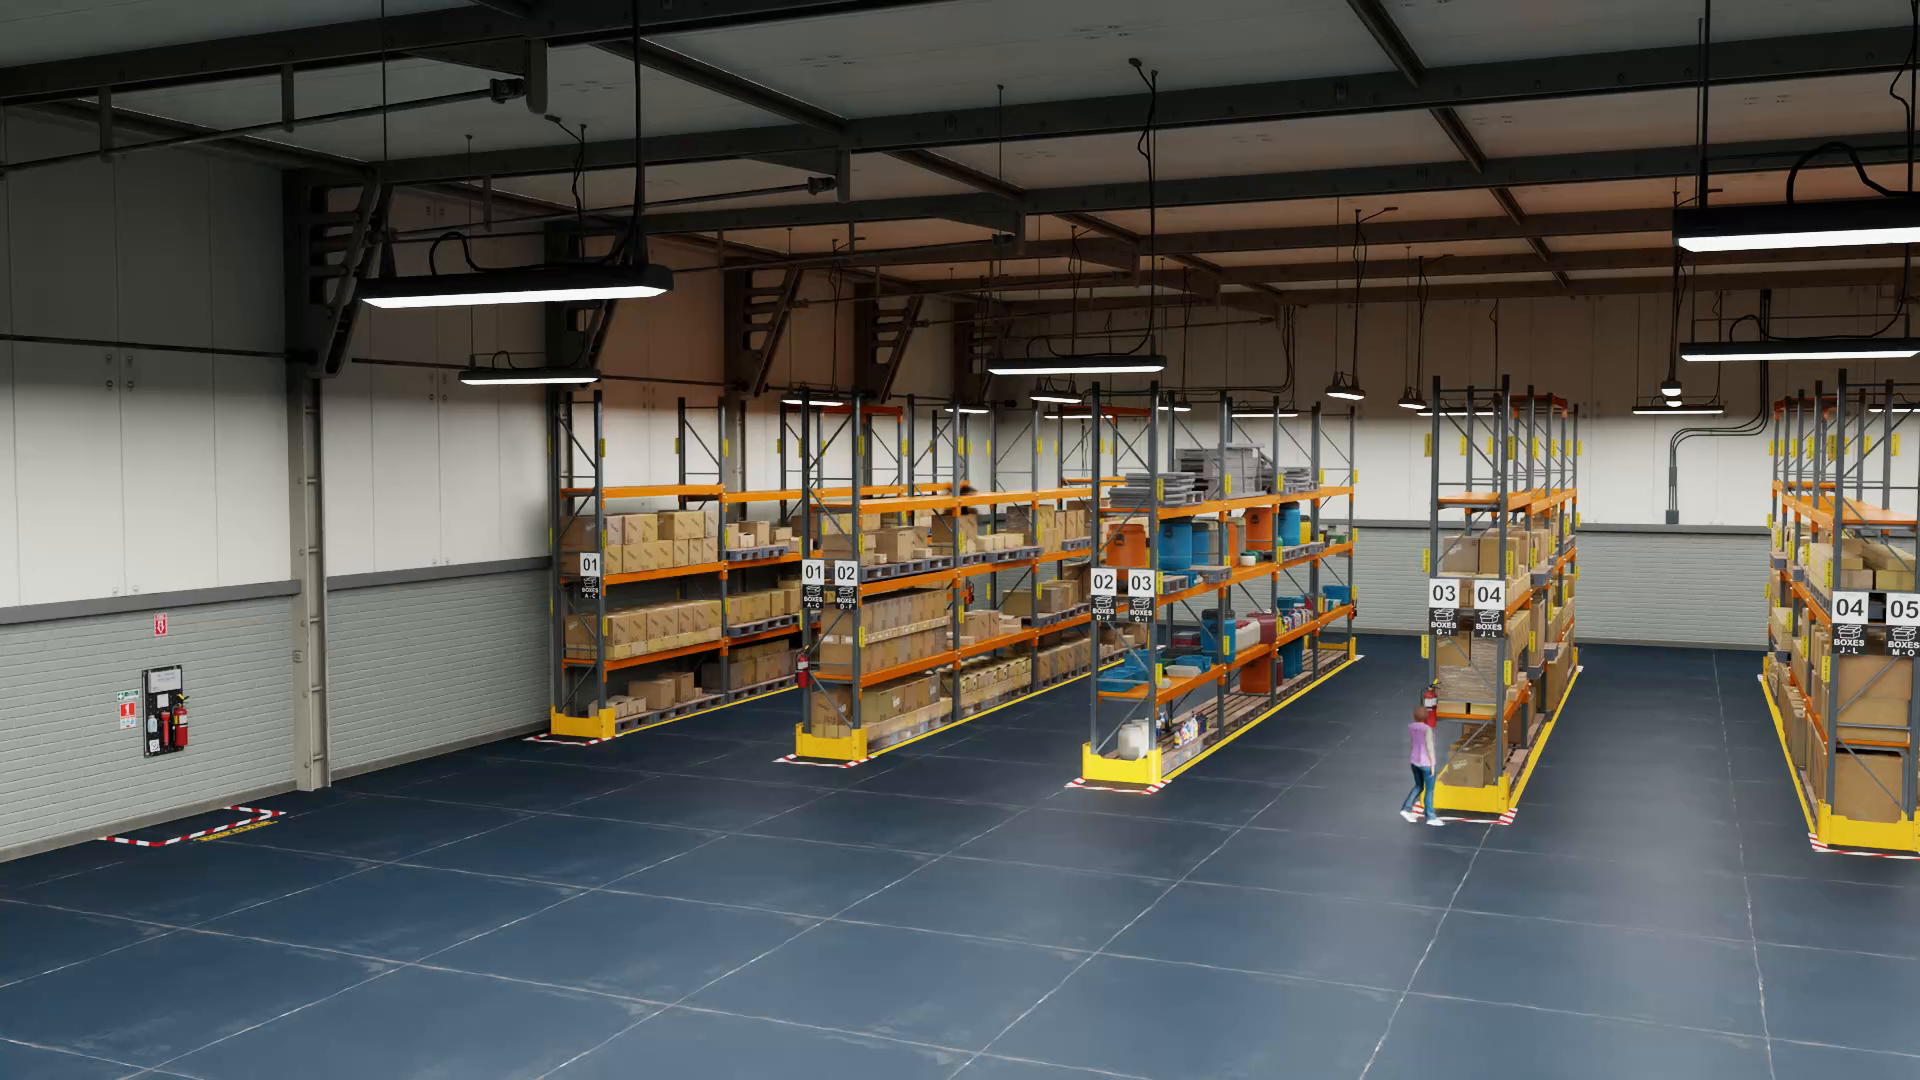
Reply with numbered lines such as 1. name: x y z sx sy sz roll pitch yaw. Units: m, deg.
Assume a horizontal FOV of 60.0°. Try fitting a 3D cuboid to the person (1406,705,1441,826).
1. person: 6.159 3.000 22.055 0.403 1.638 0.427 0 3 -8
